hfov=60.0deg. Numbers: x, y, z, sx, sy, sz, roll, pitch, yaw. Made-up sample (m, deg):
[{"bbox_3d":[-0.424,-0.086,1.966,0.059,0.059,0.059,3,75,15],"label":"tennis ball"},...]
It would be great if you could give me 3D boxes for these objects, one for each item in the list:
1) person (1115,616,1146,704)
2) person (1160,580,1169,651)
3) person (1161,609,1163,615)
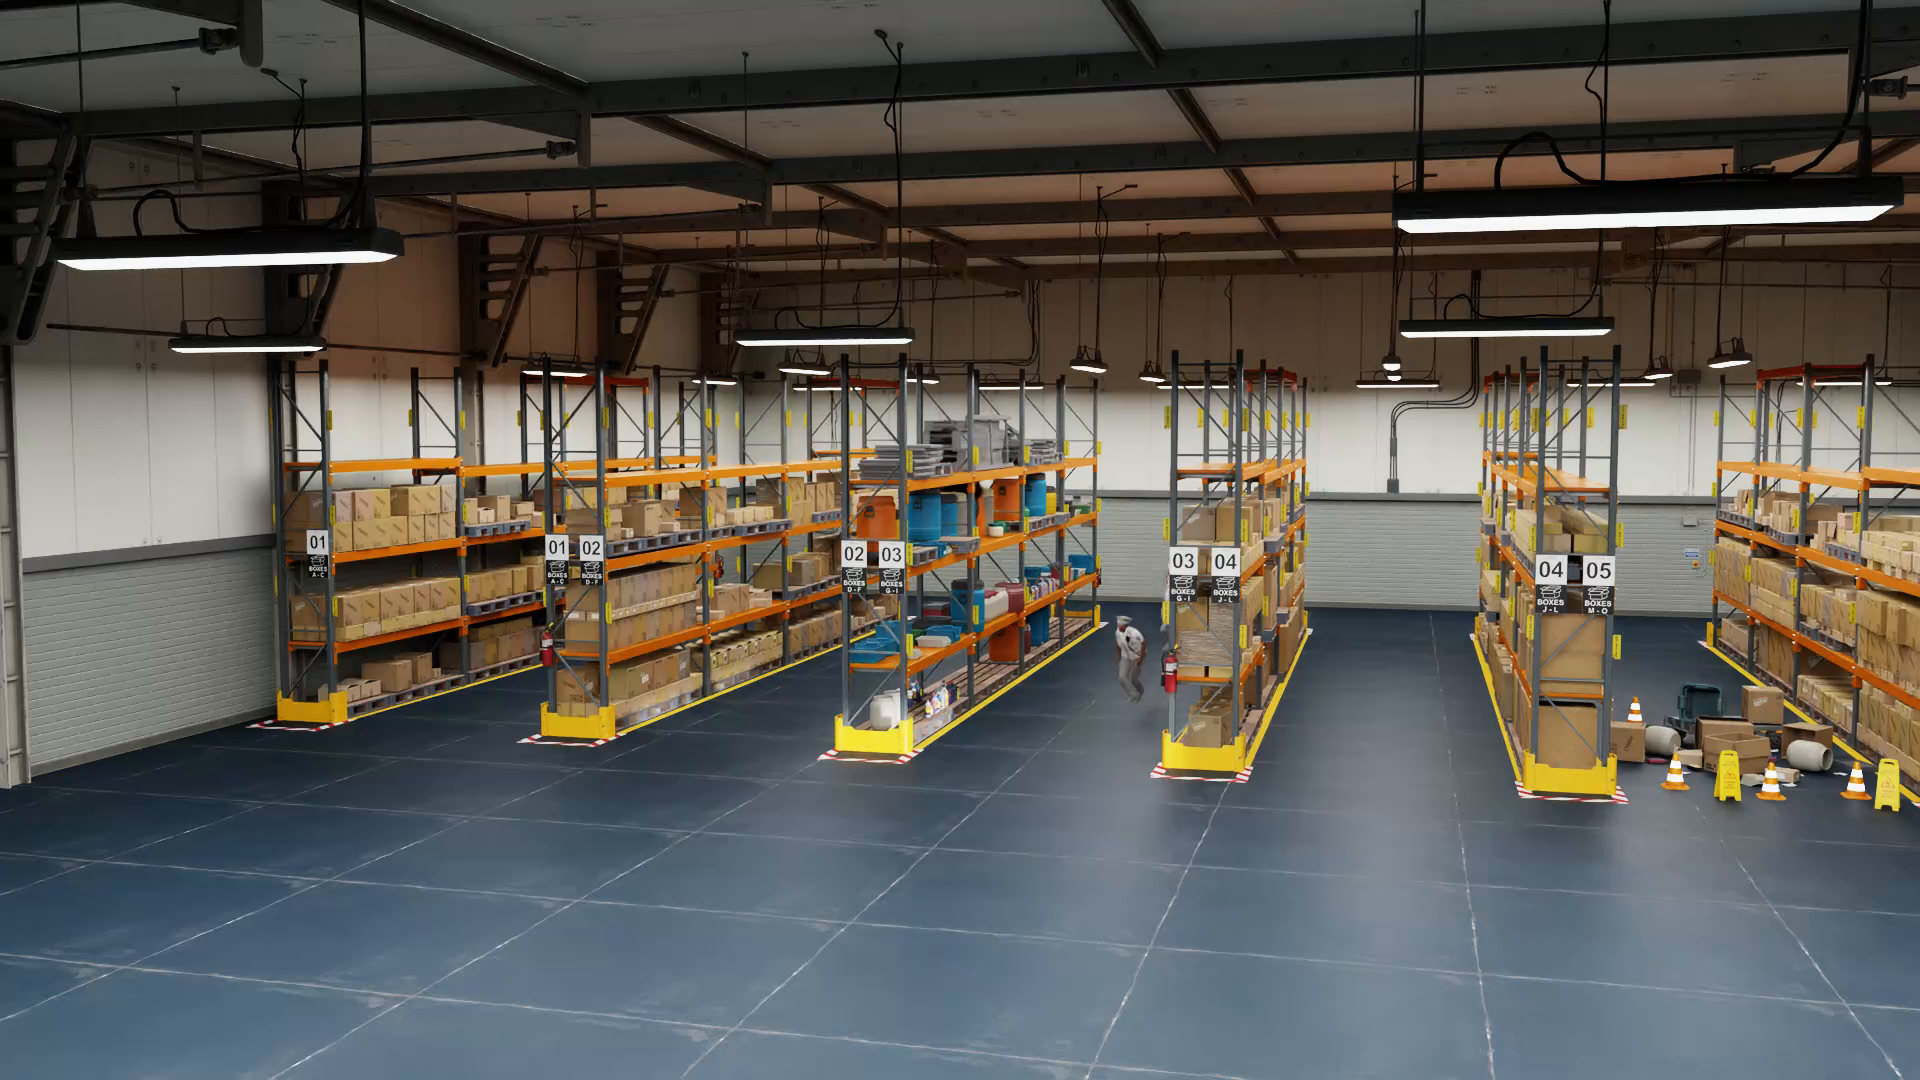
[{"bbox_3d":[2.869,1.995,27.720,0.575,1.513,0.863,3,5,34],"label":"person"},{"bbox_3d":[4.591,1.625,35.662,0.597,1.605,0.701,2,5,28],"label":"person"},{"bbox_3d":[5.523,1.197,41.557,1.081,1.595,0.720,4,5,41],"label":"person"}]
